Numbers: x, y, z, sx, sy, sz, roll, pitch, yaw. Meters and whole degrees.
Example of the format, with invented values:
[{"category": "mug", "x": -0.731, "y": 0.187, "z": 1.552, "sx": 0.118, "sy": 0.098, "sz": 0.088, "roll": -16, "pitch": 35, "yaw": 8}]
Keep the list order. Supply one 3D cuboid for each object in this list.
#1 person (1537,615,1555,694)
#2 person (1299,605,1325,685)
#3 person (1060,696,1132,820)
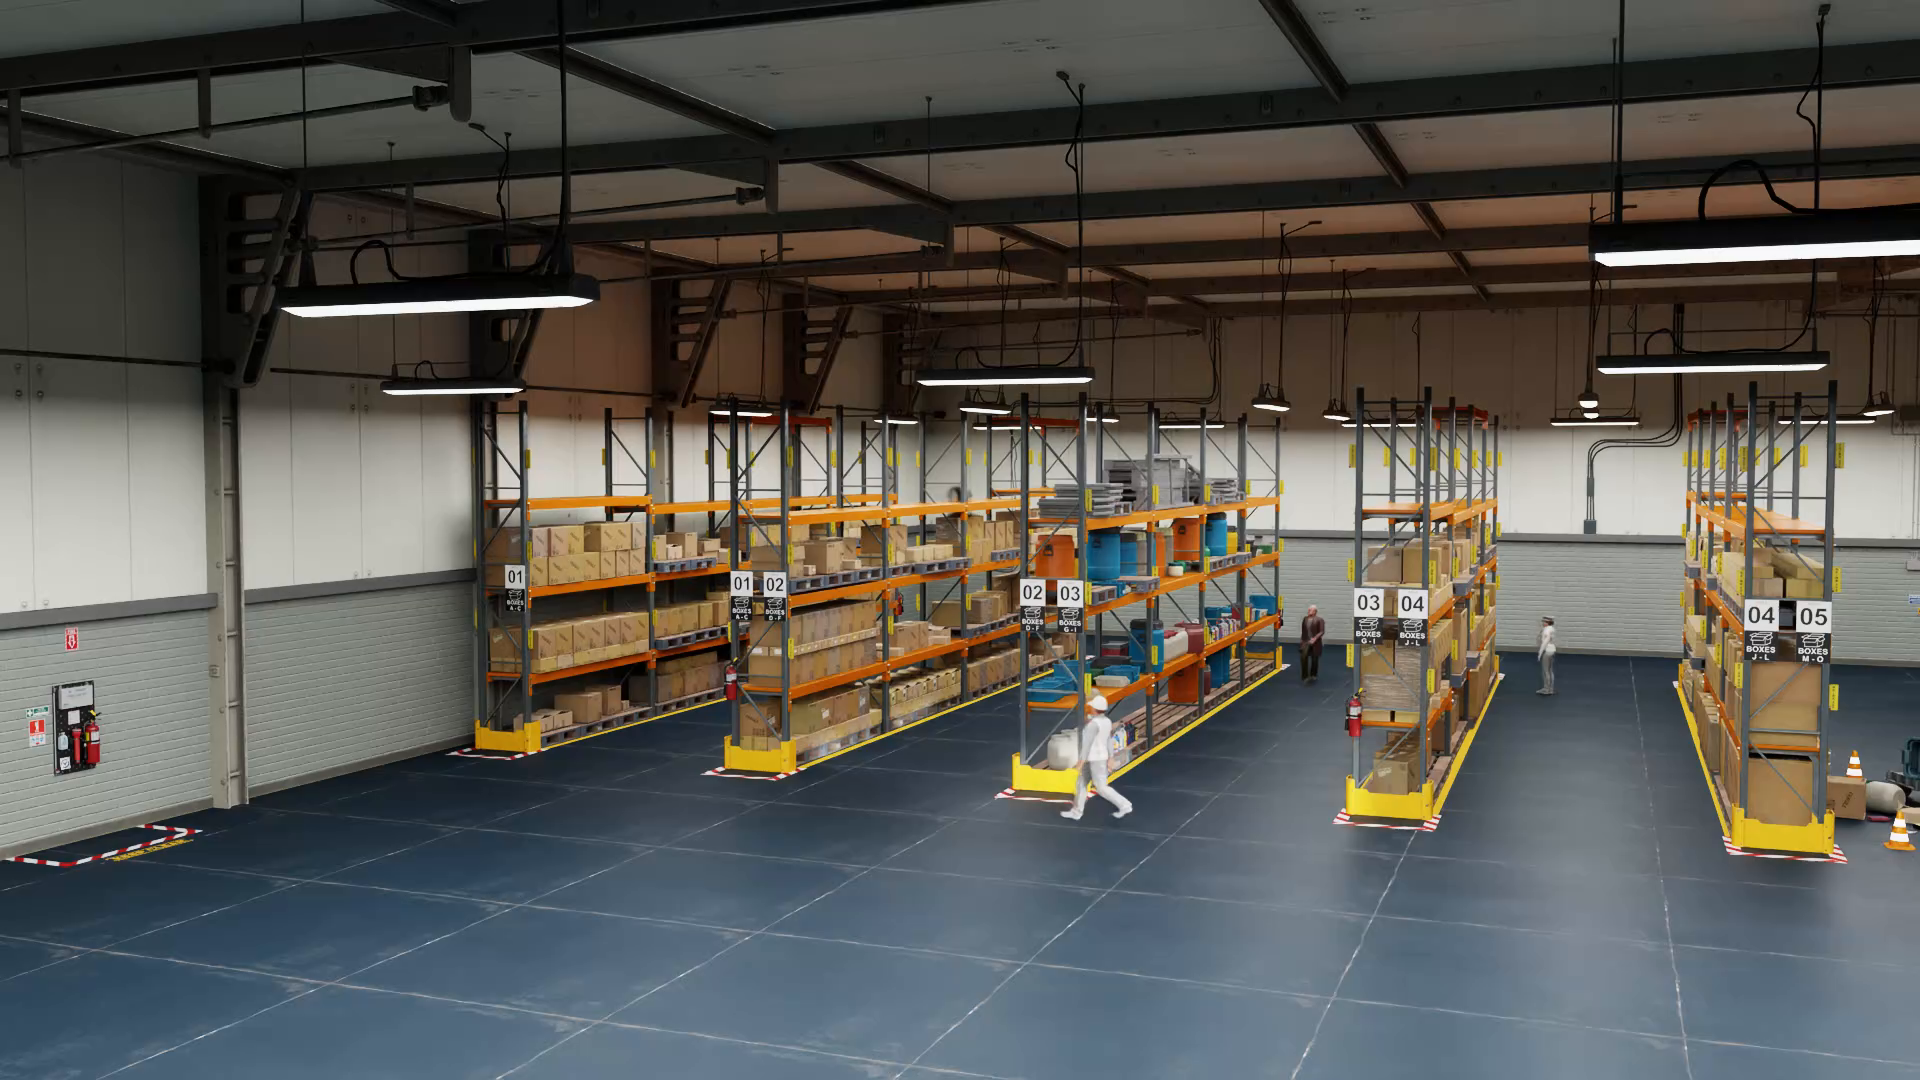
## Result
[{"category": "person", "x": 12.465, "y": 2.438, "z": 35.360, "sx": 0.363, "sy": 1.685, "sz": 0.493, "roll": 2, "pitch": 4, "yaw": 39}, {"category": "person", "x": 7.889, "y": 2.364, "z": 37.204, "sx": 0.571, "sy": 1.814, "sz": 0.939, "roll": 1, "pitch": 3, "yaw": 22}, {"category": "person", "x": 1.881, "y": 3.018, "z": 22.944, "sx": 0.979, "sy": 1.744, "sz": 0.495, "roll": 0, "pitch": 3, "yaw": -2}]
